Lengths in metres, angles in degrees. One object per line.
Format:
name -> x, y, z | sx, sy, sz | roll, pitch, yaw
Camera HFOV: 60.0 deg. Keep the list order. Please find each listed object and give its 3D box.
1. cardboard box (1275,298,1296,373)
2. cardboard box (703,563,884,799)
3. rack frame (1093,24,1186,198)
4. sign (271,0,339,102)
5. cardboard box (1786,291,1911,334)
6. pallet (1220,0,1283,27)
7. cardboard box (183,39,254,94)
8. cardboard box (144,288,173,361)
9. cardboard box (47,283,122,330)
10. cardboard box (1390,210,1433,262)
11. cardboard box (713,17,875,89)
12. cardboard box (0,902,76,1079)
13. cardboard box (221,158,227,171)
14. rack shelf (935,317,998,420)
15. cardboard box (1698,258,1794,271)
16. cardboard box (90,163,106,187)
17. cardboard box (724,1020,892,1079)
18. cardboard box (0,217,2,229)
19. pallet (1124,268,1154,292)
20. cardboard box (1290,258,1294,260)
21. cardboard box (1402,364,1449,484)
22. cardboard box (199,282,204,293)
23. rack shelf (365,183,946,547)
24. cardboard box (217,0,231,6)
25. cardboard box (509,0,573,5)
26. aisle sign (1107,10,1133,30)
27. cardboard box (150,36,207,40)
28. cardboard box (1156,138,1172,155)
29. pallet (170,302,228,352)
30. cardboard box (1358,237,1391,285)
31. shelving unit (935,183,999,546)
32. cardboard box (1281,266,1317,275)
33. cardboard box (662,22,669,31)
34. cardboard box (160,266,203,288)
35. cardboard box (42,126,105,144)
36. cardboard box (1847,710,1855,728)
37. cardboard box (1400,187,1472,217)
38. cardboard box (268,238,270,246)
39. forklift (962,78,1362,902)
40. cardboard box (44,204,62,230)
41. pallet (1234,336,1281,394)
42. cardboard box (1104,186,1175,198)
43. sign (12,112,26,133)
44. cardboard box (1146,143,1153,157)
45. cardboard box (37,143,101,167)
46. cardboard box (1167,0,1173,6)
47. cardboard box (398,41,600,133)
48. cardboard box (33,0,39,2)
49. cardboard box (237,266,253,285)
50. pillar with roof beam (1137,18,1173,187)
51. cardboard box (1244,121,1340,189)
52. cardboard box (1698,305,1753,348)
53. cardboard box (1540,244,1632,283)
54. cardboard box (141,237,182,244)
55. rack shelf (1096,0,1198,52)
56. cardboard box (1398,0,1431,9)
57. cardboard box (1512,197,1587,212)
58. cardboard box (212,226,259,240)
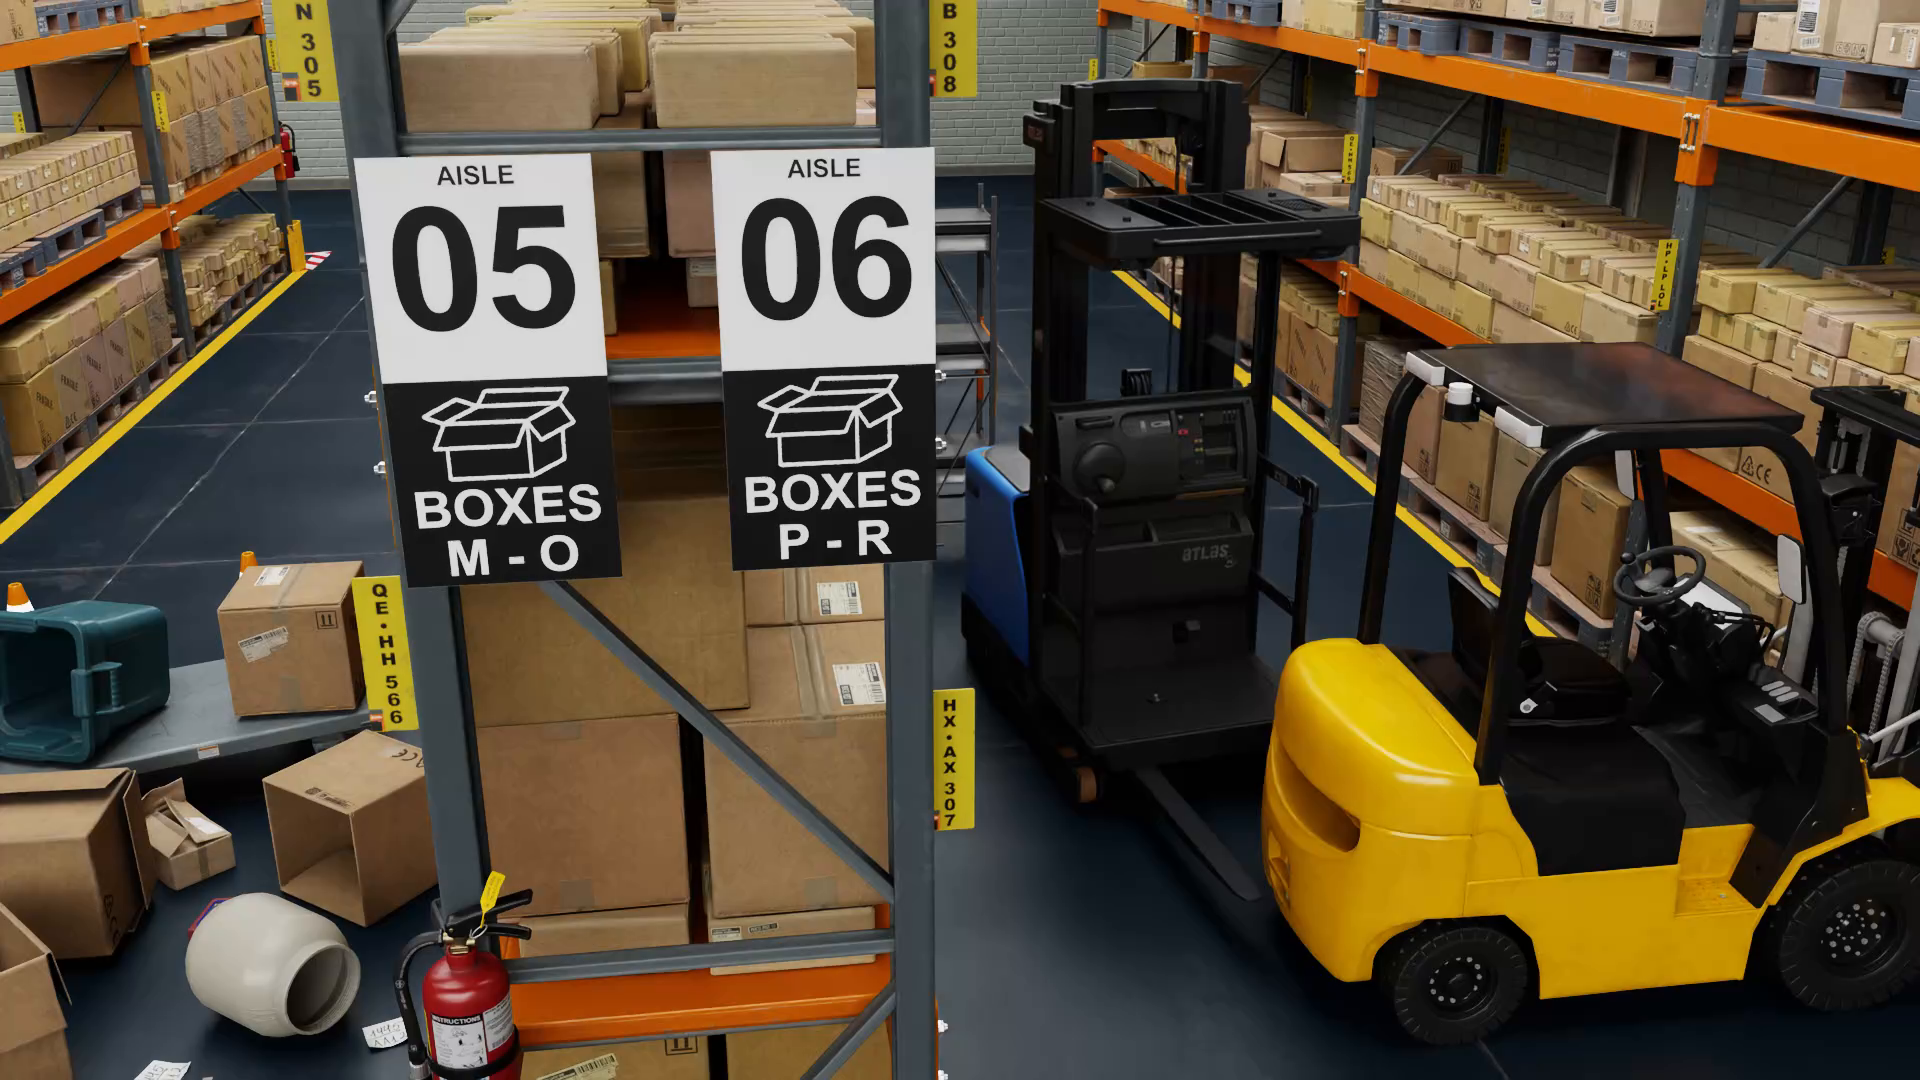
cardboard box -> 2.788, -1.645, 13.307 | 0.500, 0.500, 0.500 | -2, 21, -5
cardboard box -> -0.428, 0.349, 4.427 | 0.500, 0.500, 0.500 | -2, 21, -6
rack frame -> 2.049, -4.899, 19.046 | 1.000, 3.000, 0.127 | -3, 21, -8
sign -> -1.108, -0.907, 2.804 | 0.100, 0.325, 0.005 | -3, 21, -8
cardboard box -> 3.703, -0.935, 6.938 | 0.380, 0.149, 0.250 | -3, 21, -9
pallet -> 2.802, -4.243, 13.271 | 1.213, 0.211, 1.003 | -3, 21, -8
cardboard box -> -7.361, -4.696, 16.505 | 0.500, 0.500, 0.500 | -4, 21, -10
cardboard box -> -6.814, -1.760, 13.614 | 0.500, 0.500, 0.500 | -3, 21, -9
cardboard box -> -6.661, -1.749, 12.512 | 0.500, 0.250, 0.500 | -4, 21, -10
cardboard box -> 3.095, -1.954, 10.660 | 0.500, 0.250, 0.500 | -2, 21, -6
cardboard box -> -0.395, -1.169, 3.991 | 0.380, 0.149, 0.250 | -3, 21, -8
cardboard box -> -3.315, 1.581, 5.263 | 0.637, 0.503, 0.797 | 17, 27, 39
cardboard box -> -7.267, -3.605, 15.940 | 0.380, 0.149, 0.250 | -3, 21, -7
rack shelf -> -0.024, -1.028, 10.007 | 0.431, 0.518, 0.480 | -3, 21, -8
cardboard box -> 3.953, -1.323, 8.401 | 0.380, 0.149, 0.250 | -4, 21, -10
cardboard box -> -6.801, -2.797, 12.751 | 0.380, 0.149, 0.250 | -4, 21, -10
cardboard box -> -0.403, 1.331, 4.623 | 0.500, 0.500, 0.500 | -4, 21, -10
cardboard box -> -6.505, -2.083, 10.839 | 0.380, 0.149, 0.250 | -2, 21, -5
pallet -> 2.348, -2.869, 17.596 | 1.003, 0.211, 1.213 | -3, 21, -8
cardboard box -> 3.113, -2.469, 14.585 | 0.380, 0.149, 0.250 | -4, 21, -10
cardboard box -> 3.380, -0.771, 10.787 | 0.875, 0.625, 0.625 | -2, 21, -6
cardboard box -> -7.102, -2.286, 15.098 | 0.380, 0.149, 0.250 | -3, 21, -8
rack shelf -> -0.845, -0.868, 4.995 | 1.077, 0.370, 4.000 | -3, 21, -8
cardboard box -> -7.280, -5.205, 15.792 | 0.500, 0.250, 0.500 | -2, 21, -5
cardboard box -> -1.169, -1.580, 5.092 | 0.380, 0.149, 0.250 | -3, 21, -9
aisle sign -> 1.748, -6.126, 18.615 | 0.394, 0.787, 0.004 | -3, 21, -8
cardboard box -> -7.944, -4.848, 16.913 | 0.500, 0.500, 0.500 | -3, 21, -8
cardboard box -> 2.223, -3.920, 16.214 | 0.500, 0.250, 0.500 | -3, 21, -8
pallet -> -7.302, -1.902, 15.008 | 1.003, 0.211, 1.213 | -3, 21, -8
cardboard box -> 3.024, -1.893, 11.212 | 0.500, 0.250, 0.500 | -3, 21, -8
shelving unit -> -0.024, -1.041, 10.002 | 0.431, 2.100, 0.503 | -3, 21, -8
cardboard box -> 2.732, -2.165, 13.771 | 0.380, 0.149, 0.250 | -3, 21, -8
cardboard box -> -1.340, -1.801, 6.252 | 0.500, 0.250, 0.500 | -3, 21, -9
cardboard box -> -6.996, -2.346, 14.834 | 0.380, 0.149, 0.250 | -2, 21, -5
cardboard box -> -7.519, -3.317, 14.243 | 0.500, 0.500, 0.500 | -3, 21, -8
cardboard box -> 3.750, 0.820, 6.349 | 0.500, 0.250, 0.500 | -3, 21, -8
cardboard box -> 3.058, -2.175, 10.681 | 0.380, 0.149, 0.250 | -2, 21, -6
cardboard box -> -7.404, -3.102, 17.283 | 0.380, 0.149, 0.250 | -3, 21, -9
forklift -> 0.925, -0.390, 7.072 | 1.130, 2.935, 3.031 | -6, 21, -16
cardboard box -> -6.651, -2.296, 11.835 | 0.380, 0.149, 0.250 | -3, 21, -7
pallet -> 2.959, -1.505, 13.943 | 1.003, 0.211, 1.213 | -3, 21, -8
cardboard box -> 2.043, -3.710, 18.829 | 0.797, 0.503, 0.637 | -4, 21, -10
sign -> -7.706, -3.353, 13.670 | 0.100, 0.325, 0.005 | -3, 21, -8
cardboard box -> 2.124, -4.029, 17.076 | 0.380, 0.149, 0.250 | -3, 21, -8
cardboard box -> -6.806, -2.933, 12.690 | 0.380, 0.149, 0.250 | -3, 21, -8
cardboard box -> 2.188, -5.175, 15.856 | 0.380, 0.149, 0.250 | -3, 21, -8
cardboard box -> -0.897, -0.871, 3.193 | 0.380, 0.149, 0.250 | -3, 21, -7
cardboard box -> -7.077, -4.087, 11.836 | 0.797, 0.503, 0.637 | -3, 21, -8
cardboard box -> -7.207, -2.607, 16.383 | 0.380, 0.149, 0.250 | -3, 21, -7
pillar with roof beam -> -1.708, -8.471, 20.036 | 9.100, 9.000, 0.400 | -3, 21, -8
cardboard box -> 2.661, -3.128, 13.561 | 0.700, 0.500, 0.500 | -3, 21, -8
cardboard box -> 3.564, -0.971, 7.460 | 0.380, 0.149, 0.250 | -3, 21, -9
cardboard box -> 3.302, -1.462, 8.774 | 0.380, 0.149, 0.250 | -4, 21, -9
cardboard box -> -7.798, -2.849, 16.182 | 0.380, 0.149, 0.250 | -3, 21, -7
rack shelf -> 2.337, -5.275, 16.793 | 1.077, 0.370, 4.000 | -3, 21, -8
cardboard box -> 3.065, -3.562, 10.292 | 0.500, 0.500, 0.500 | -3, 21, -7
cardboard box -> 3.639, -2.024, 10.278 | 0.380, 0.149, 0.250 | -3, 21, -8
cardboard box -> -7.302, -3.066, 16.762 | 0.380, 0.149, 0.250 | -4, 21, -10
